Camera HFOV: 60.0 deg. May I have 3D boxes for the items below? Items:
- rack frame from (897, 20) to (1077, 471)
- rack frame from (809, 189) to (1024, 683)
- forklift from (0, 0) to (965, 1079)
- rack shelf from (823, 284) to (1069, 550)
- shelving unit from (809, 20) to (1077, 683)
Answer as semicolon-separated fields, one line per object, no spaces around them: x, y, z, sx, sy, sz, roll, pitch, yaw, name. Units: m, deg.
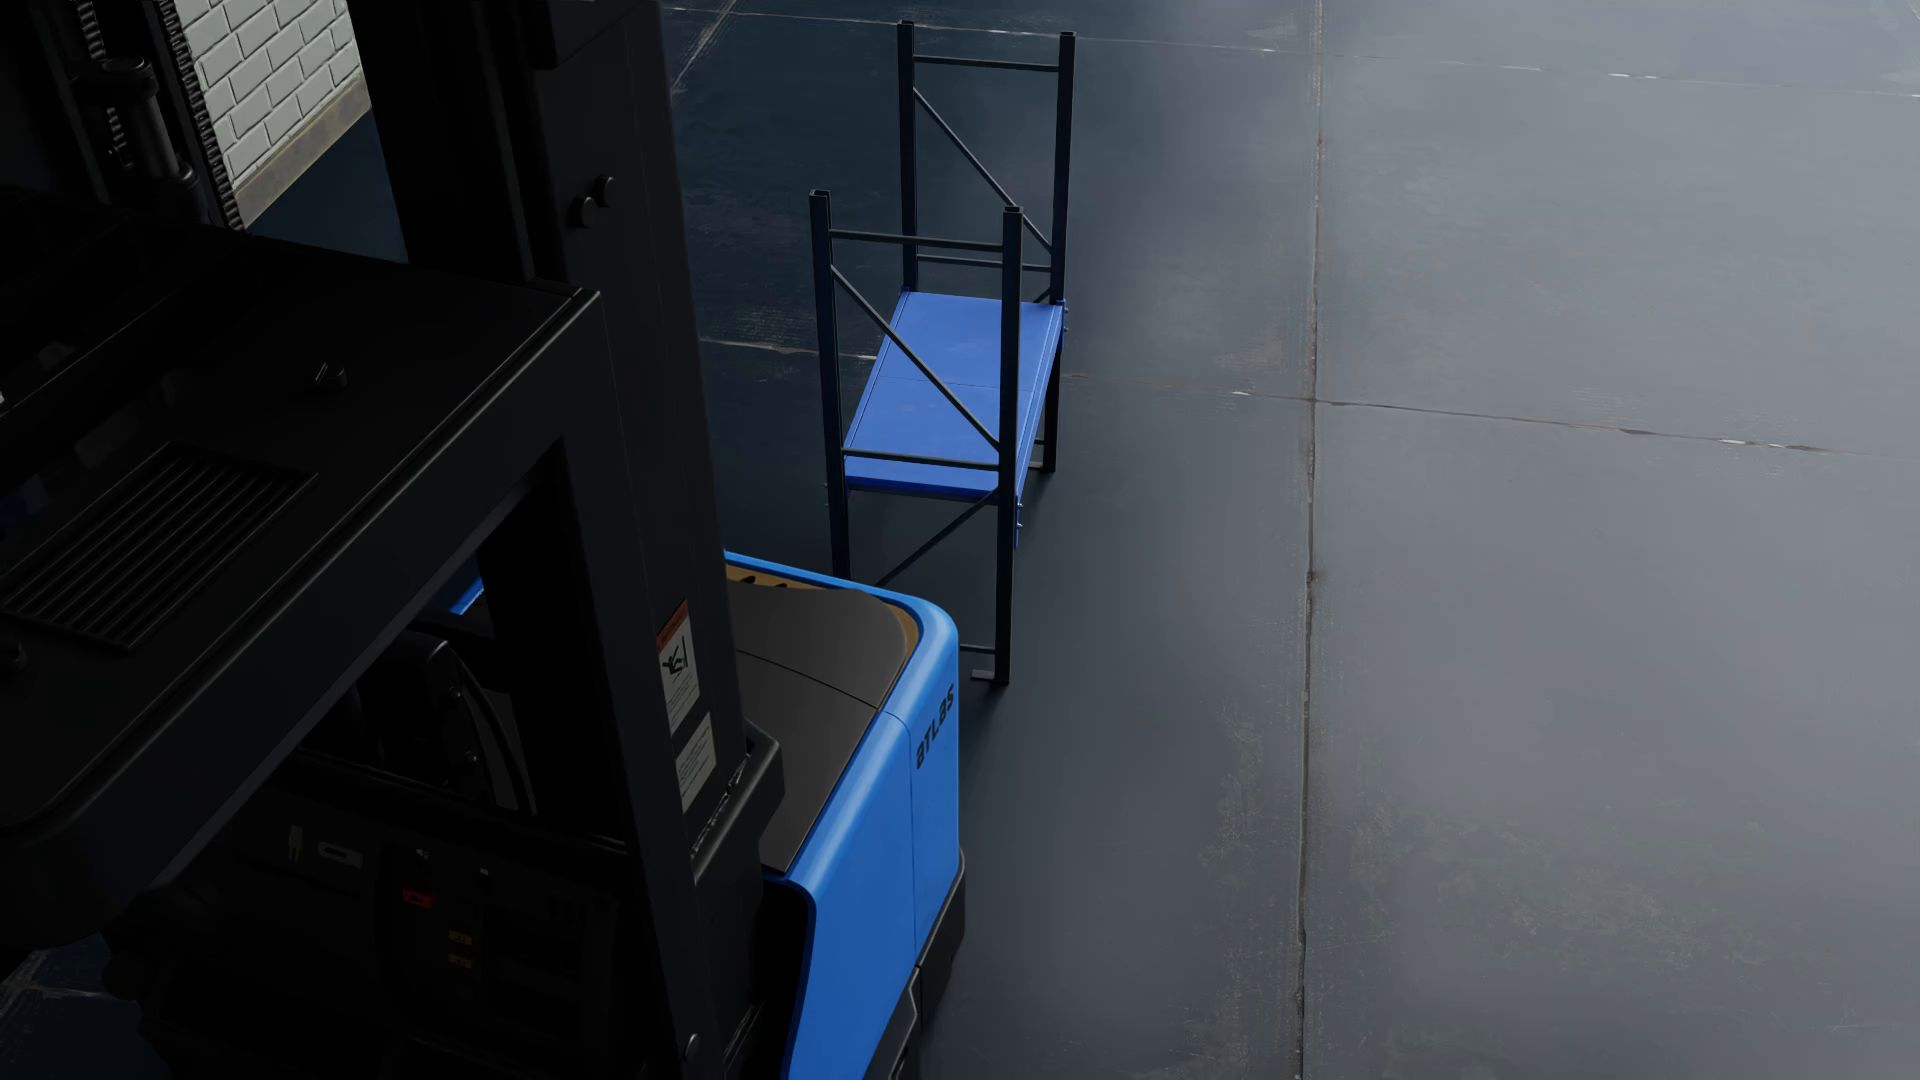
0.073;-0.844;5.093;0.500;1.500;0.032;6;40;8;rack frame
-0.103;-0.205;4.321;0.500;1.500;0.032;6;40;8;rack frame
-0.967;0.610;2.211;1.130;2.935;3.031;13;41;15;forklift
-0.015;-0.386;4.822;0.538;0.185;1.000;6;40;8;rack shelf
-0.015;-0.524;4.707;0.538;1.500;1.048;6;40;8;shelving unit
